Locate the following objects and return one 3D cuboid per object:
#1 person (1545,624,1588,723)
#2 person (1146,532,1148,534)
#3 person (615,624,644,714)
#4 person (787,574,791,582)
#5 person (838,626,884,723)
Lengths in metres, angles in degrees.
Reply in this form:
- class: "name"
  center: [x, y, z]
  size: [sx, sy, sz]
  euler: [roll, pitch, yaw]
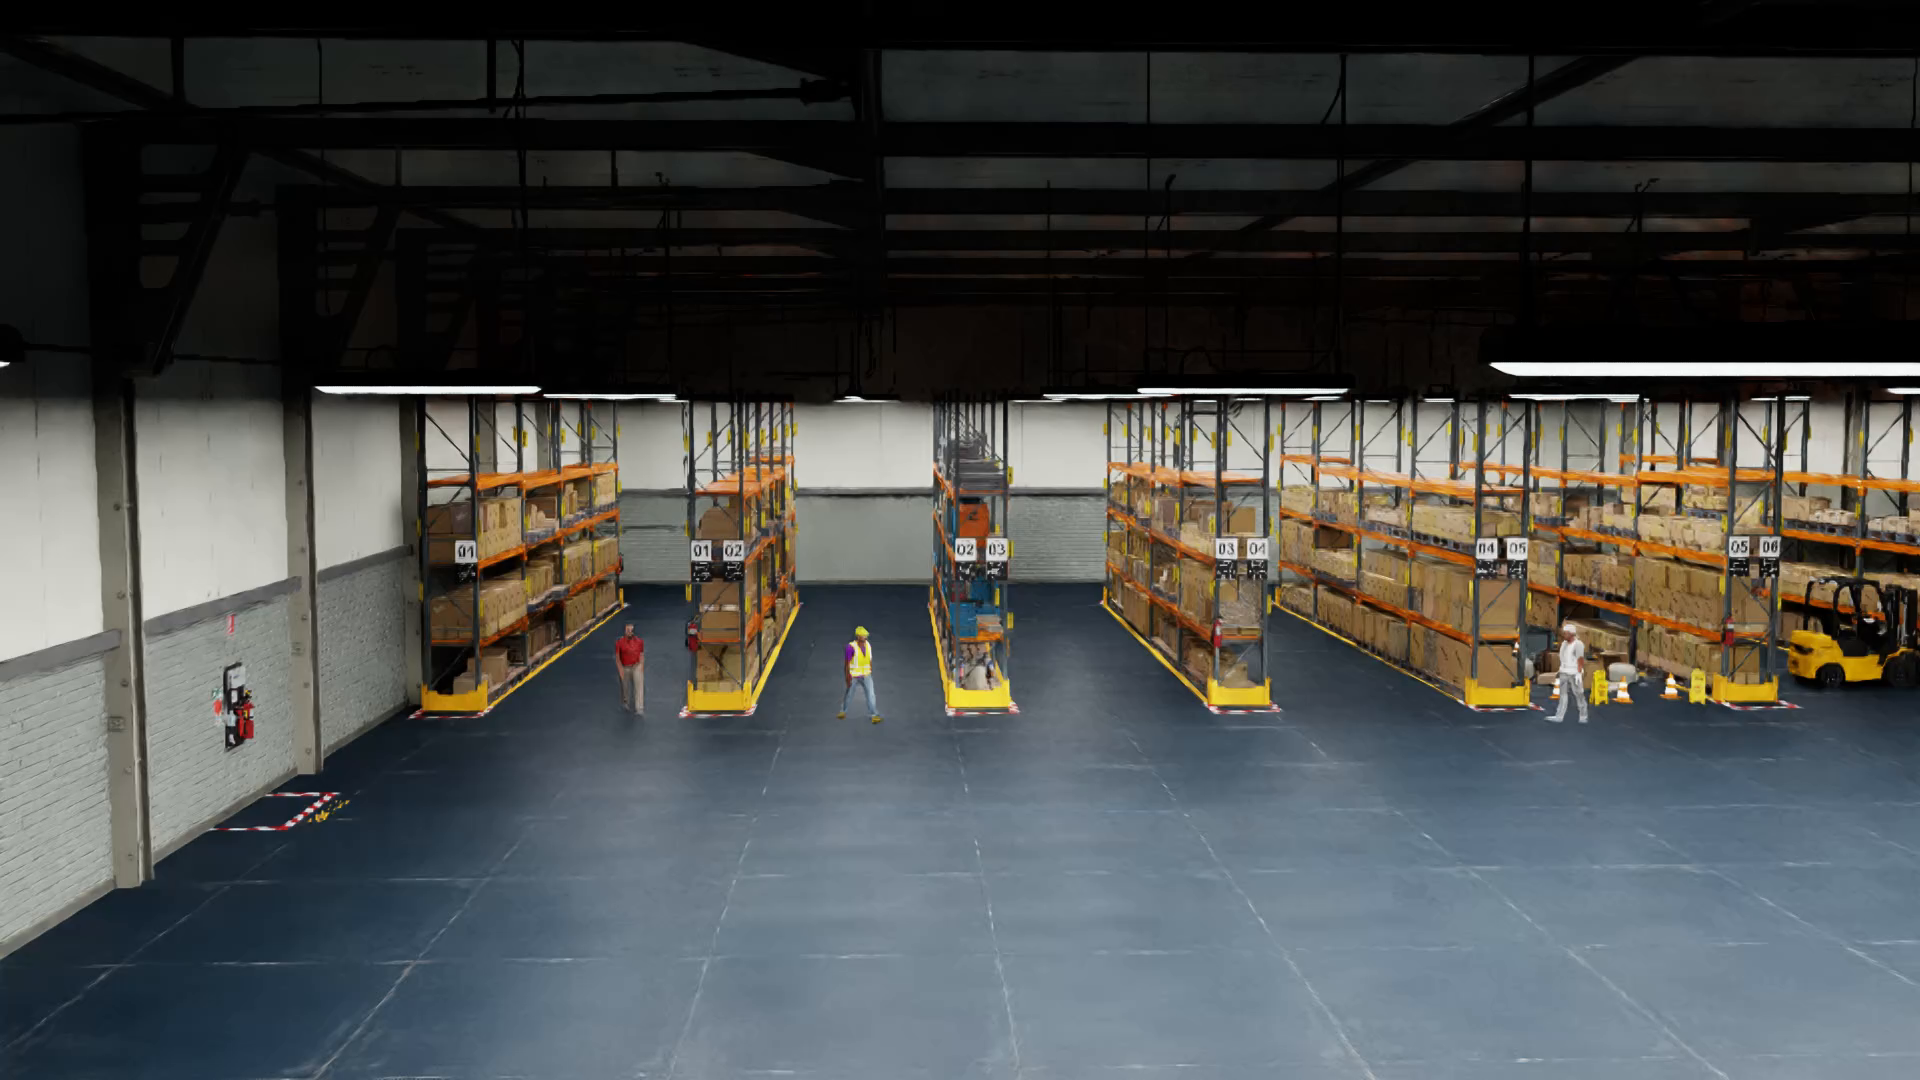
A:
- class: "person"
  center: [10.933, 2.395, 29.910]
  size: [0.629, 1.786, 0.685]
  euler: [-1, 5, -15]
- class: "person"
  center: [5.671, 0.592, 52.195]
  size: [0.586, 1.762, 0.571]
  euler: [-4, 6, -38]
- class: "person"
  center: [-6.109, 2.371, 30.750]
  size: [0.536, 1.659, 1.037]
  euler: [-1, 5, -11]
- class: "person"
  center: [-5.405, 0.824, 50.586]
  size: [0.566, 1.531, 0.766]
  euler: [-2, 5, -22]
- class: "person"
  center: [-1.818, 2.418, 29.947]
  size: [0.591, 1.739, 0.939]
  euler: [-3, 5, -29]
